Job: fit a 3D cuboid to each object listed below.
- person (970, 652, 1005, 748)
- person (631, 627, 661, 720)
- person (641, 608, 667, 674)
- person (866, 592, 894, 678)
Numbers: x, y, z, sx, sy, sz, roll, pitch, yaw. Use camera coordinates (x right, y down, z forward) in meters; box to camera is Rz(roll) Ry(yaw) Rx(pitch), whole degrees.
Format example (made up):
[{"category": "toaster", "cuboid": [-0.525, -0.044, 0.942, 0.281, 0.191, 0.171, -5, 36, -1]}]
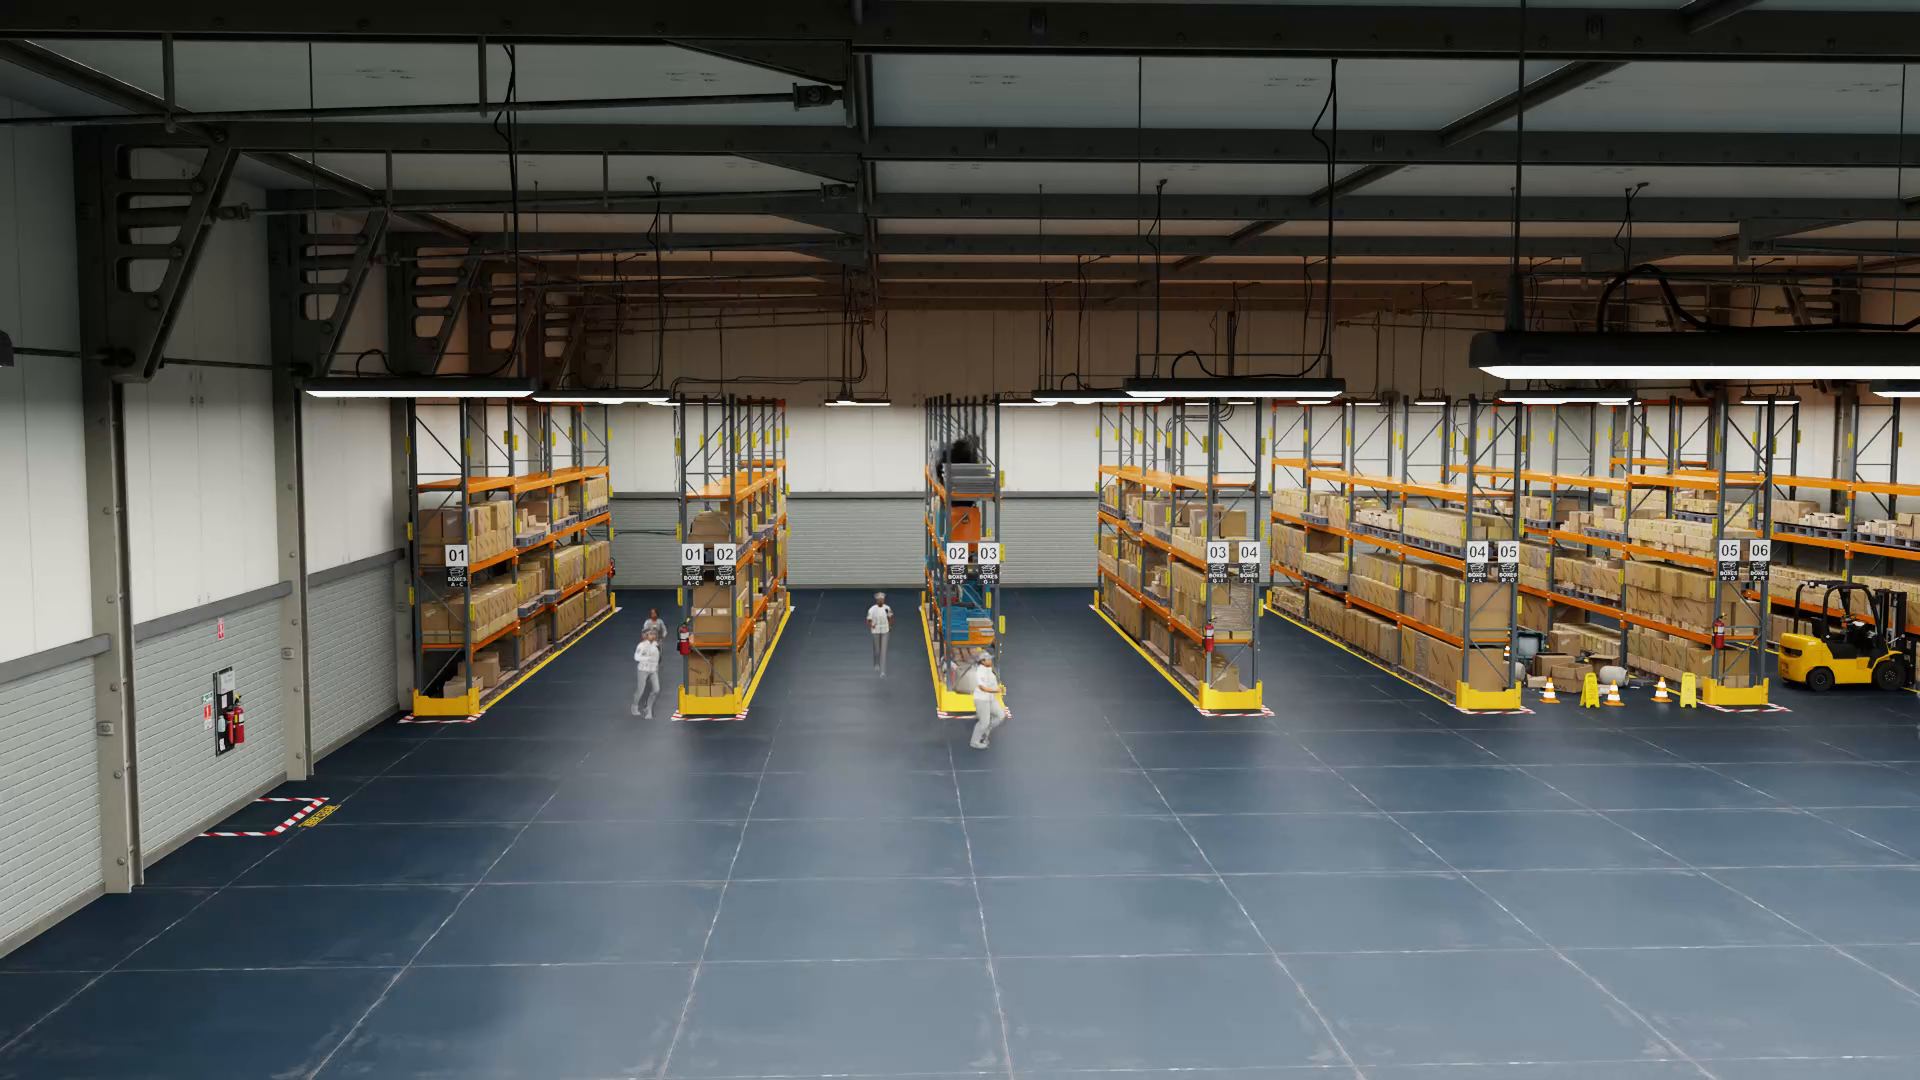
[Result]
[{"category": "person", "cuboid": [0.476, 2.686, 27.993, 0.616, 1.619, 0.612, 2, 5, 22]}, {"category": "person", "cuboid": [-5.761, 2.464, 30.784, 0.612, 1.740, 0.703, -4, 6, -40]}, {"category": "person", "cuboid": [-6.401, 2.204, 34.828, 0.538, 1.557, 0.549, -1, 5, -10]}, {"category": "person", "cuboid": [-1.622, 1.917, 33.985, 0.579, 1.708, 0.784, -1, 5, -9]}]
